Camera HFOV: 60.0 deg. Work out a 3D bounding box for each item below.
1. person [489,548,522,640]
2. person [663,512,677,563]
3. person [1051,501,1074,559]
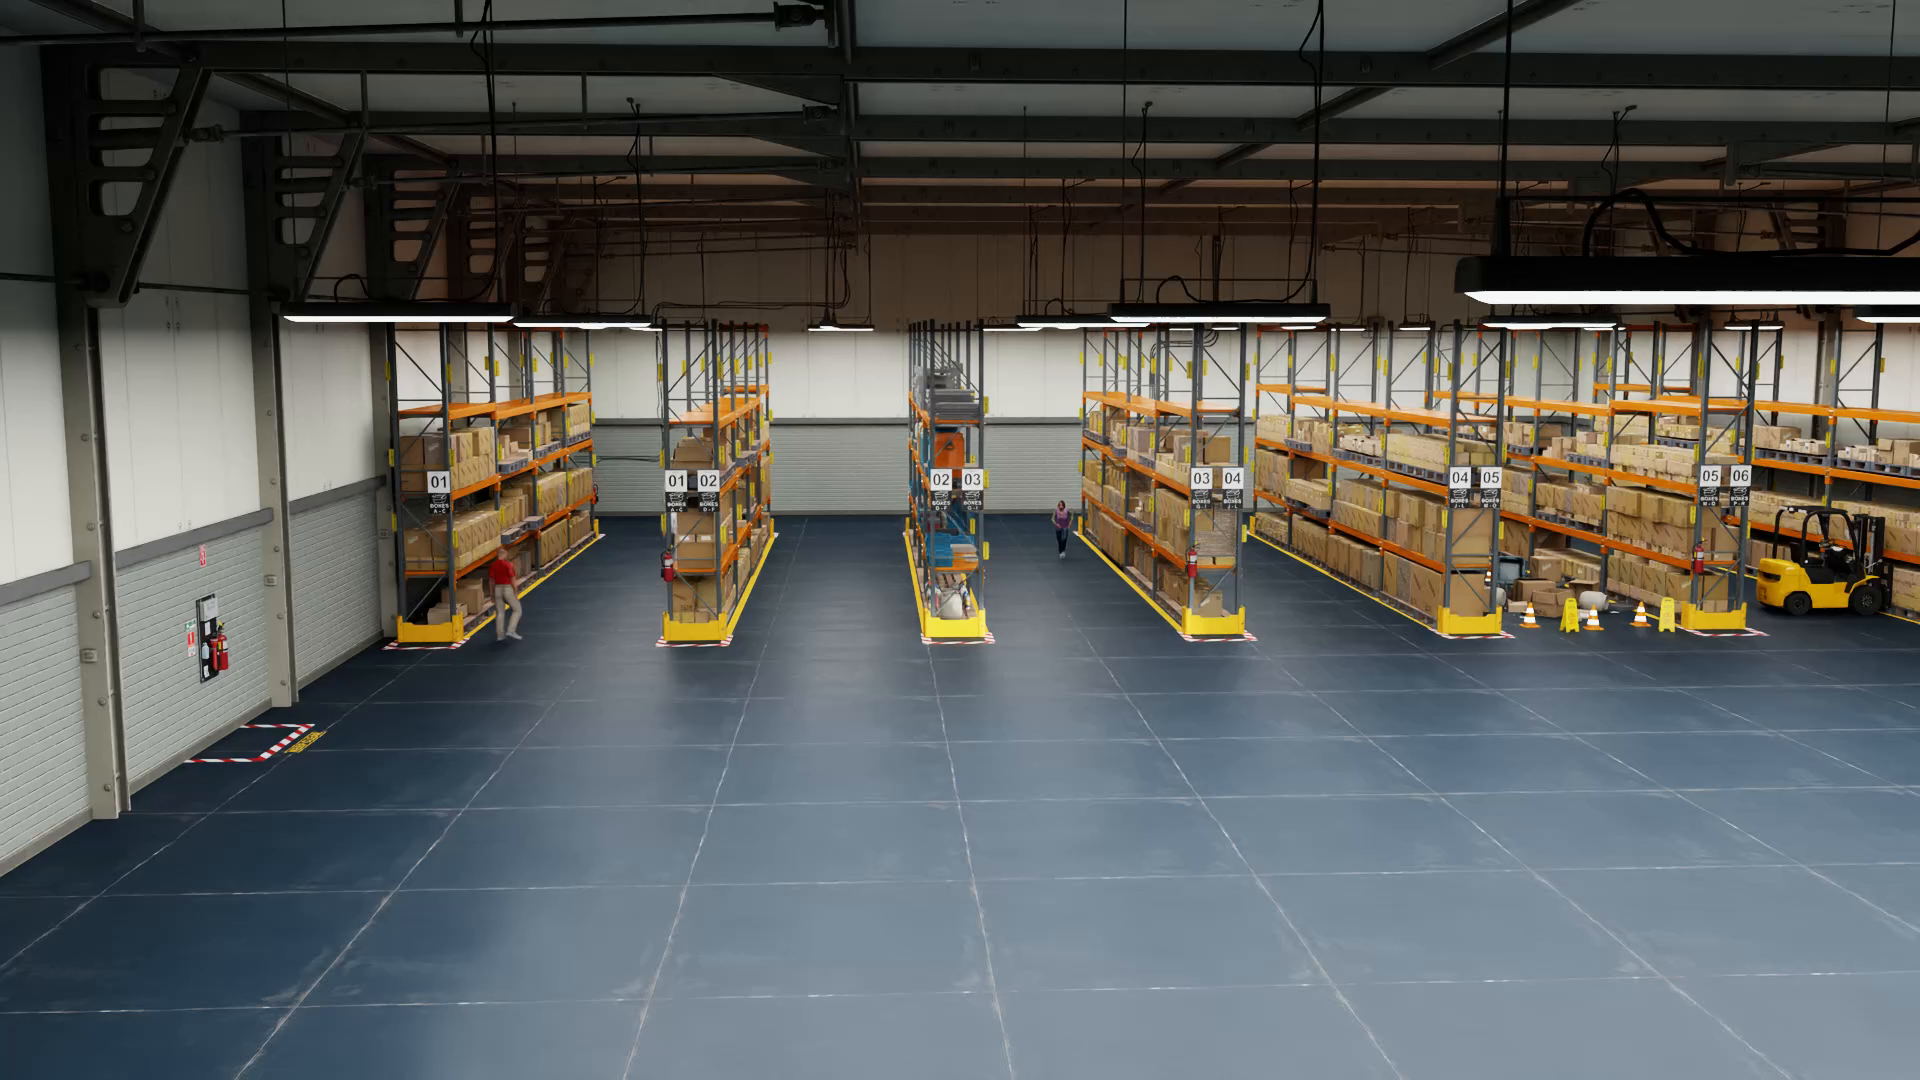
[{"bbox_3d":[-8.528,1.015,31.165,0.634,1.714,0.455,1,7,11],"label":"person"},{"bbox_3d":[-7.111,-0.179,41.205,0.497,1.612,1.007,0,7,2],"label":"person"},{"bbox_3d":[2.622,-0.276,42.391,0.569,1.510,0.791,1,7,7],"label":"person"}]
